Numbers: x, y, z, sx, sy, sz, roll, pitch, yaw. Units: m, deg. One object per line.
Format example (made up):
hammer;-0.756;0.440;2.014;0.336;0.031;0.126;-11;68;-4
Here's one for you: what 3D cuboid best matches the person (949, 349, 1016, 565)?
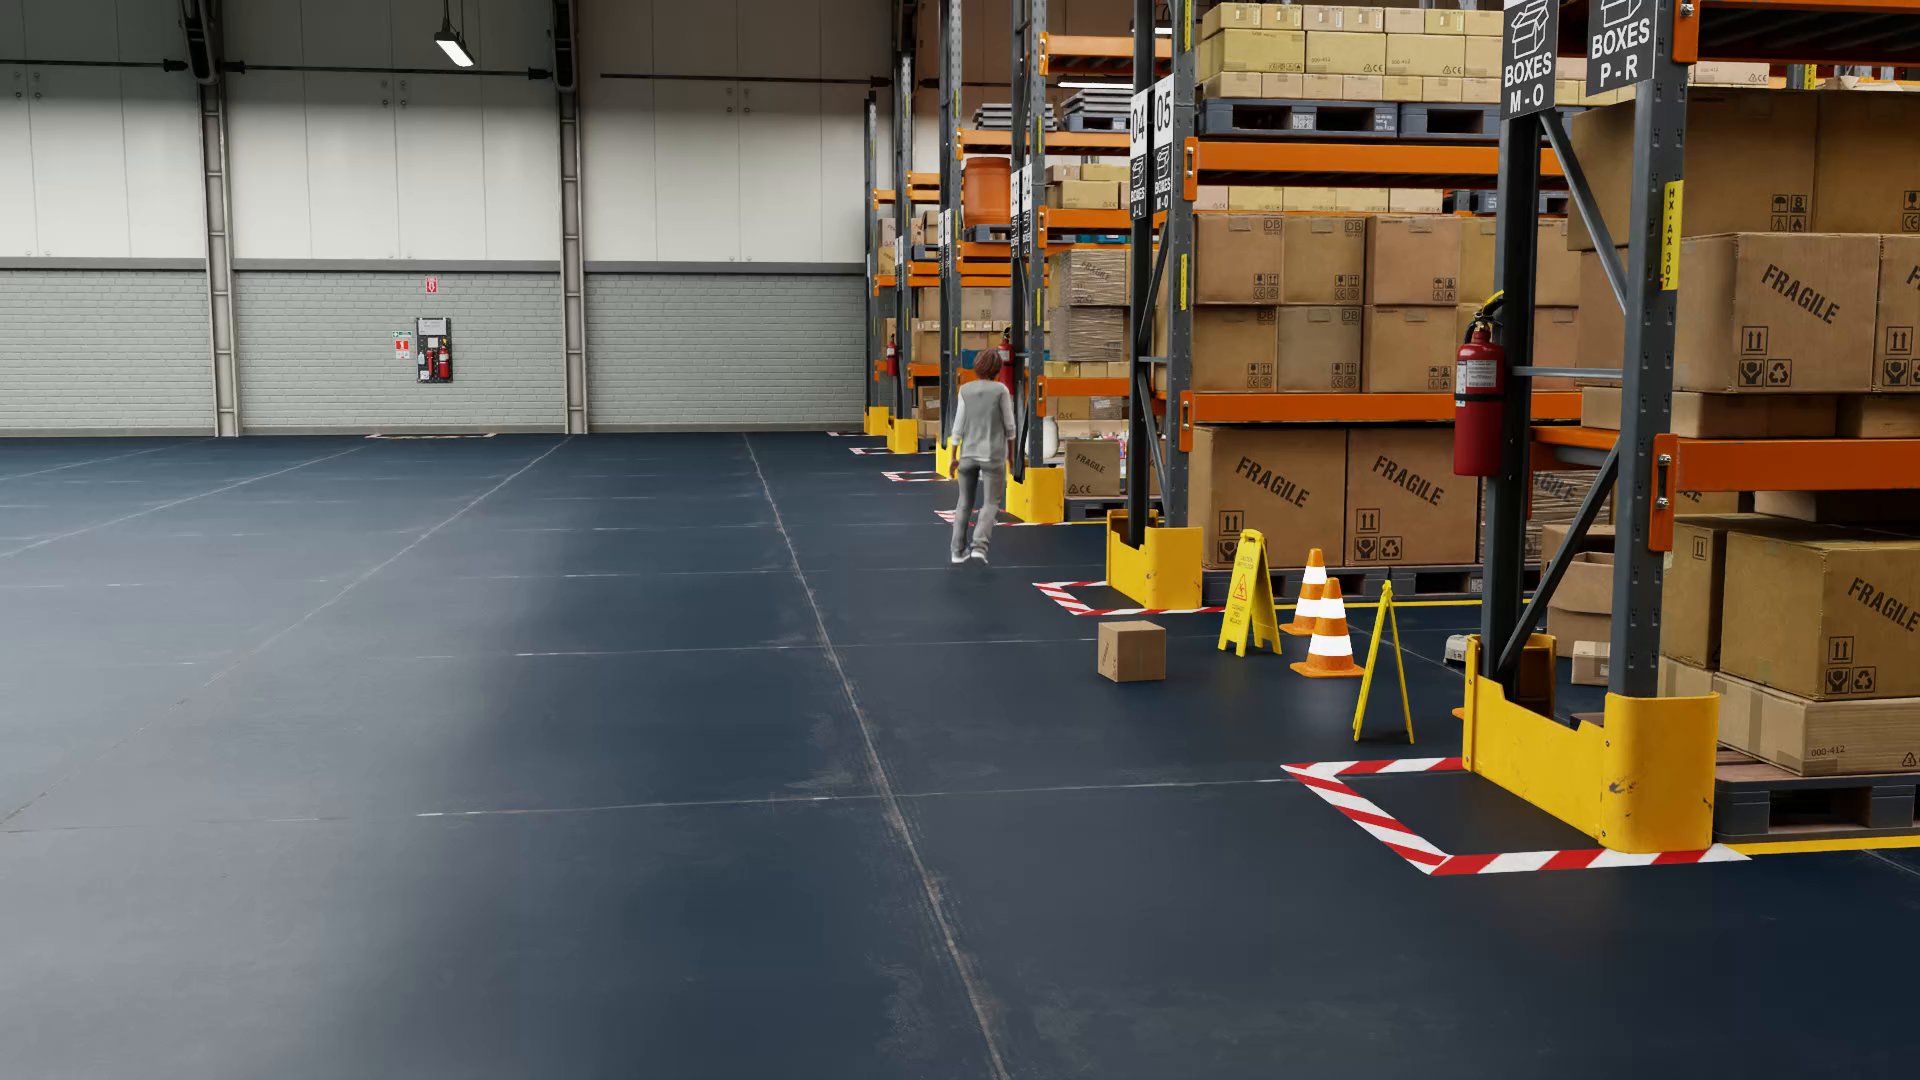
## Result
person;0.141;-0.583;11.830;0.512;1.544;0.800;2;7;15
